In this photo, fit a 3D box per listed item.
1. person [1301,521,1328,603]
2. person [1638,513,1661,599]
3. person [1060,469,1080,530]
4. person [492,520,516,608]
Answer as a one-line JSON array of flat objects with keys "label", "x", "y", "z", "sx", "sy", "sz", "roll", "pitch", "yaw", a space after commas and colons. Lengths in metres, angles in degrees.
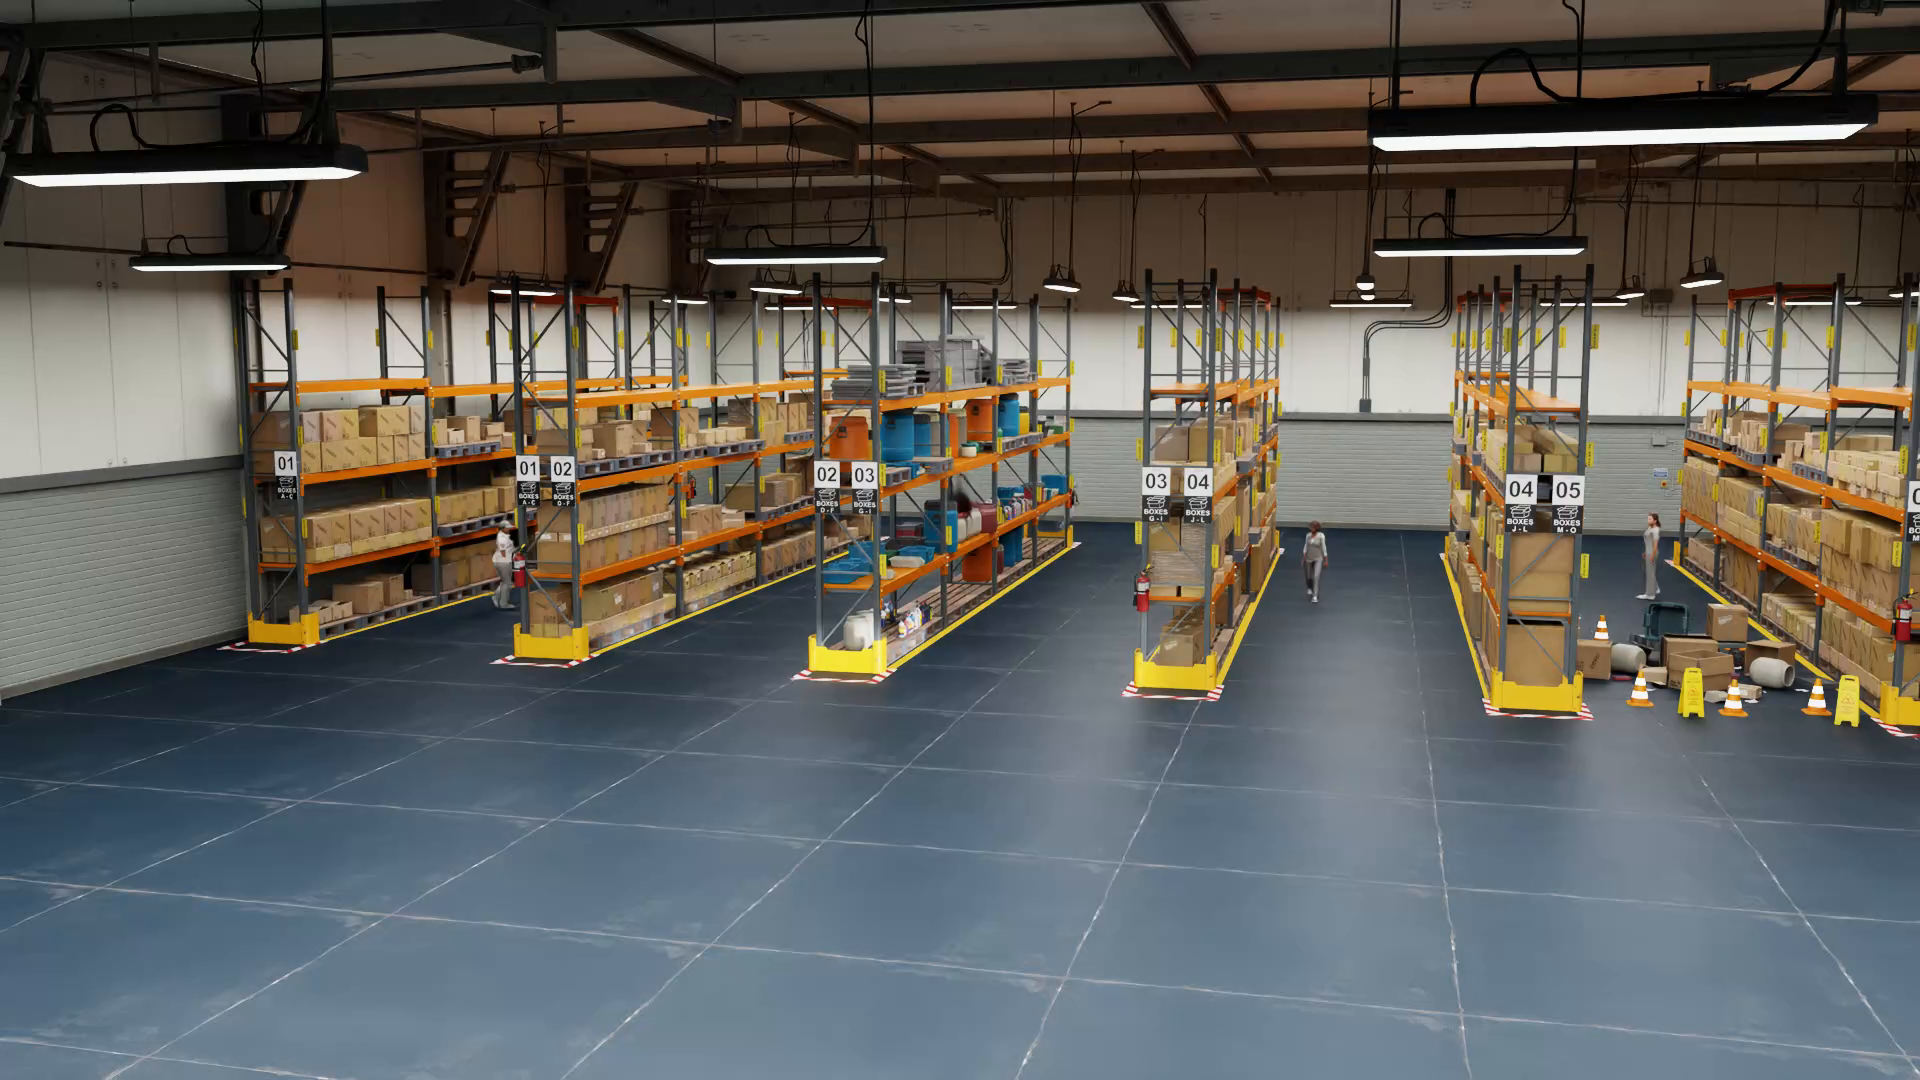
[{"label": "person", "x": 6.829, "y": 0.390, "z": 32.004, "sx": 0.507, "sy": 1.556, "sz": 0.823, "roll": 2, "pitch": 7, "yaw": 13}, {"label": "person", "x": 13.418, "y": 0.310, "z": 32.275, "sx": 0.370, "sy": 1.686, "sz": 0.498, "roll": 4, "pitch": 8, "yaw": 29}, {"label": "person", "x": 2.827, "y": -1.007, "z": 43.127, "sx": 0.482, "sy": 1.691, "sz": 0.416, "roll": 4, "pitch": 8, "yaw": 27}, {"label": "person", "x": -8.486, "y": 0.453, "z": 31.028, "sx": 0.474, "sy": 1.667, "sz": 0.495, "roll": -6, "pitch": 9, "yaw": -40}]
